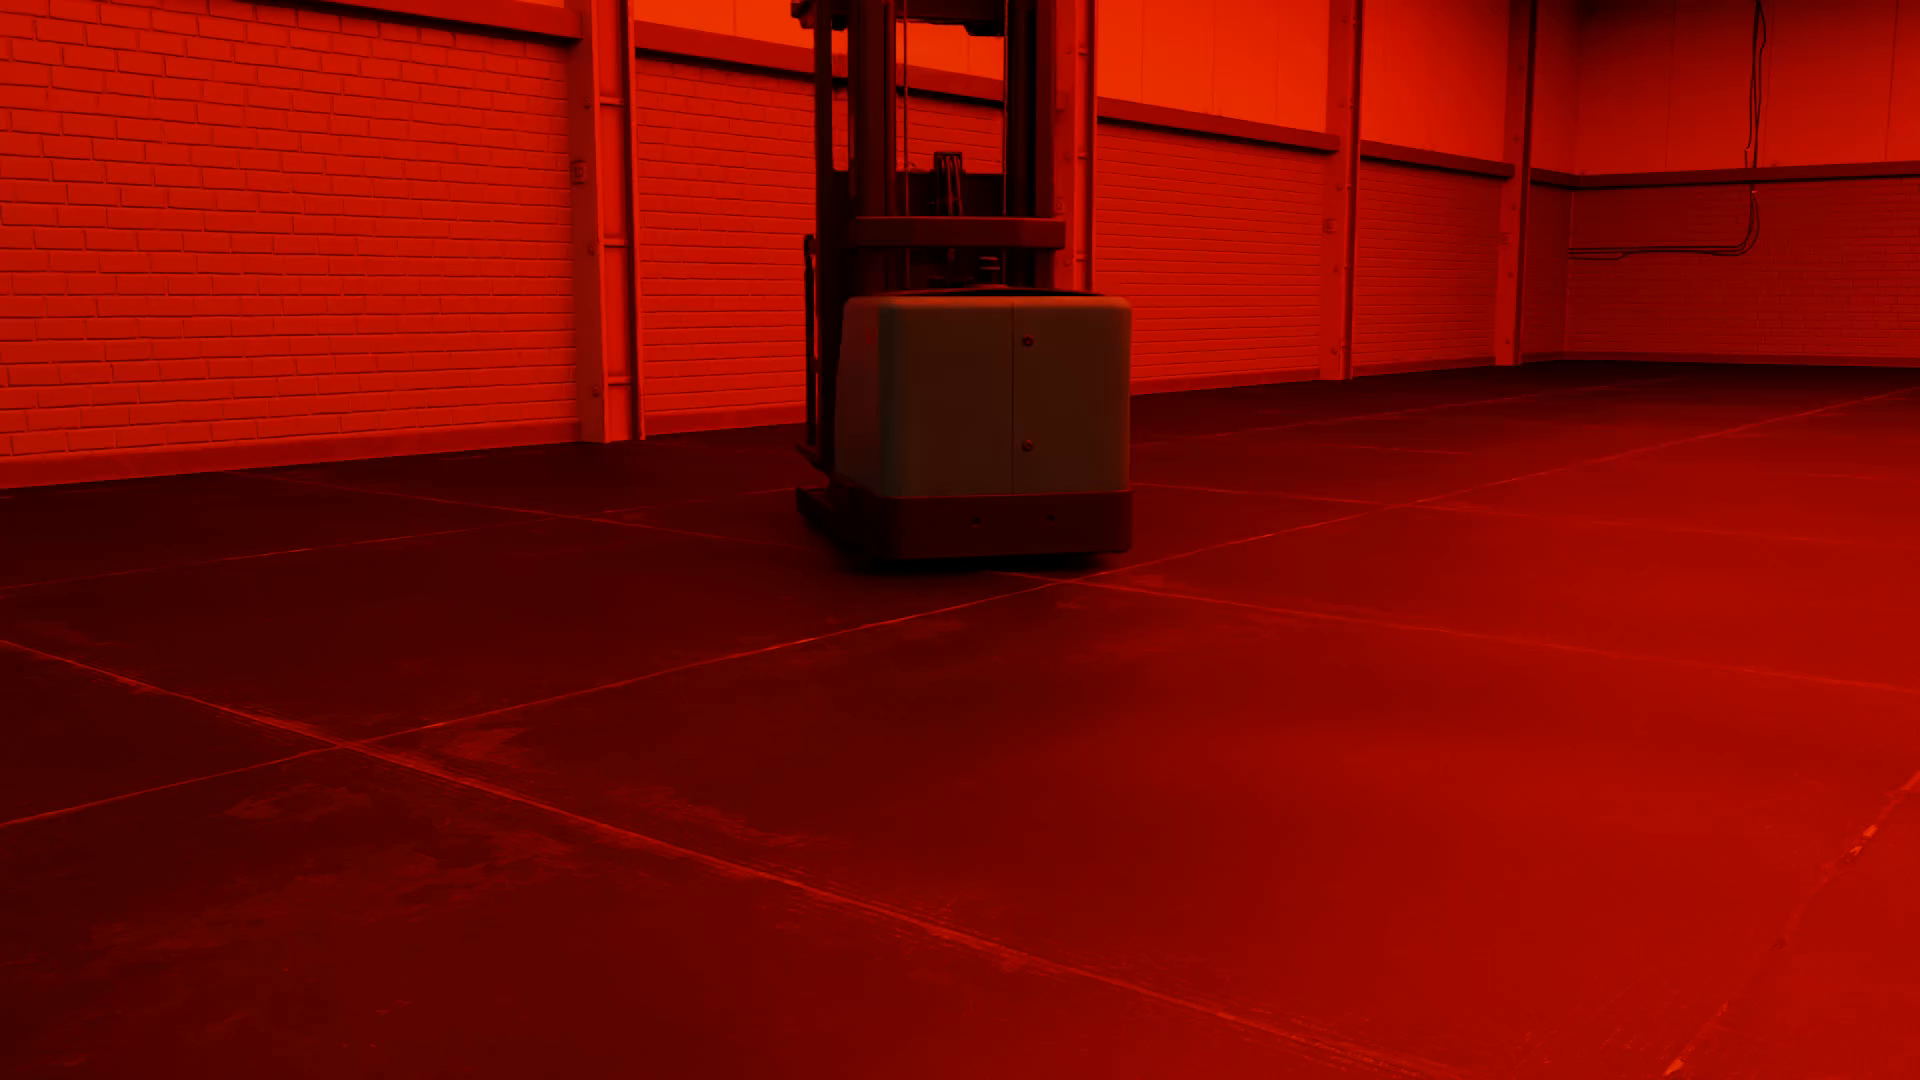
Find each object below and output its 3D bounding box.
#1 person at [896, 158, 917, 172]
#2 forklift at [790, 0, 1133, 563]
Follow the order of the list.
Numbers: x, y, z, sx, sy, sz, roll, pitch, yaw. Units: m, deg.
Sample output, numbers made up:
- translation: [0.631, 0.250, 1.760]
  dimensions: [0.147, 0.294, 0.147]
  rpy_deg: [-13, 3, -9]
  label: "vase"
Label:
- translation: [-0.351, -1.079, 8.620]
  dimensions: [0.684, 1.769, 0.563]
  rpy_deg: [-1, 8, -8]
  label: "person"
- translation: [-0.174, -1.531, 7.746]
  dimensions: [1.130, 2.935, 3.031]
  rpy_deg: [-2, 9, -14]
  label: "forklift"
